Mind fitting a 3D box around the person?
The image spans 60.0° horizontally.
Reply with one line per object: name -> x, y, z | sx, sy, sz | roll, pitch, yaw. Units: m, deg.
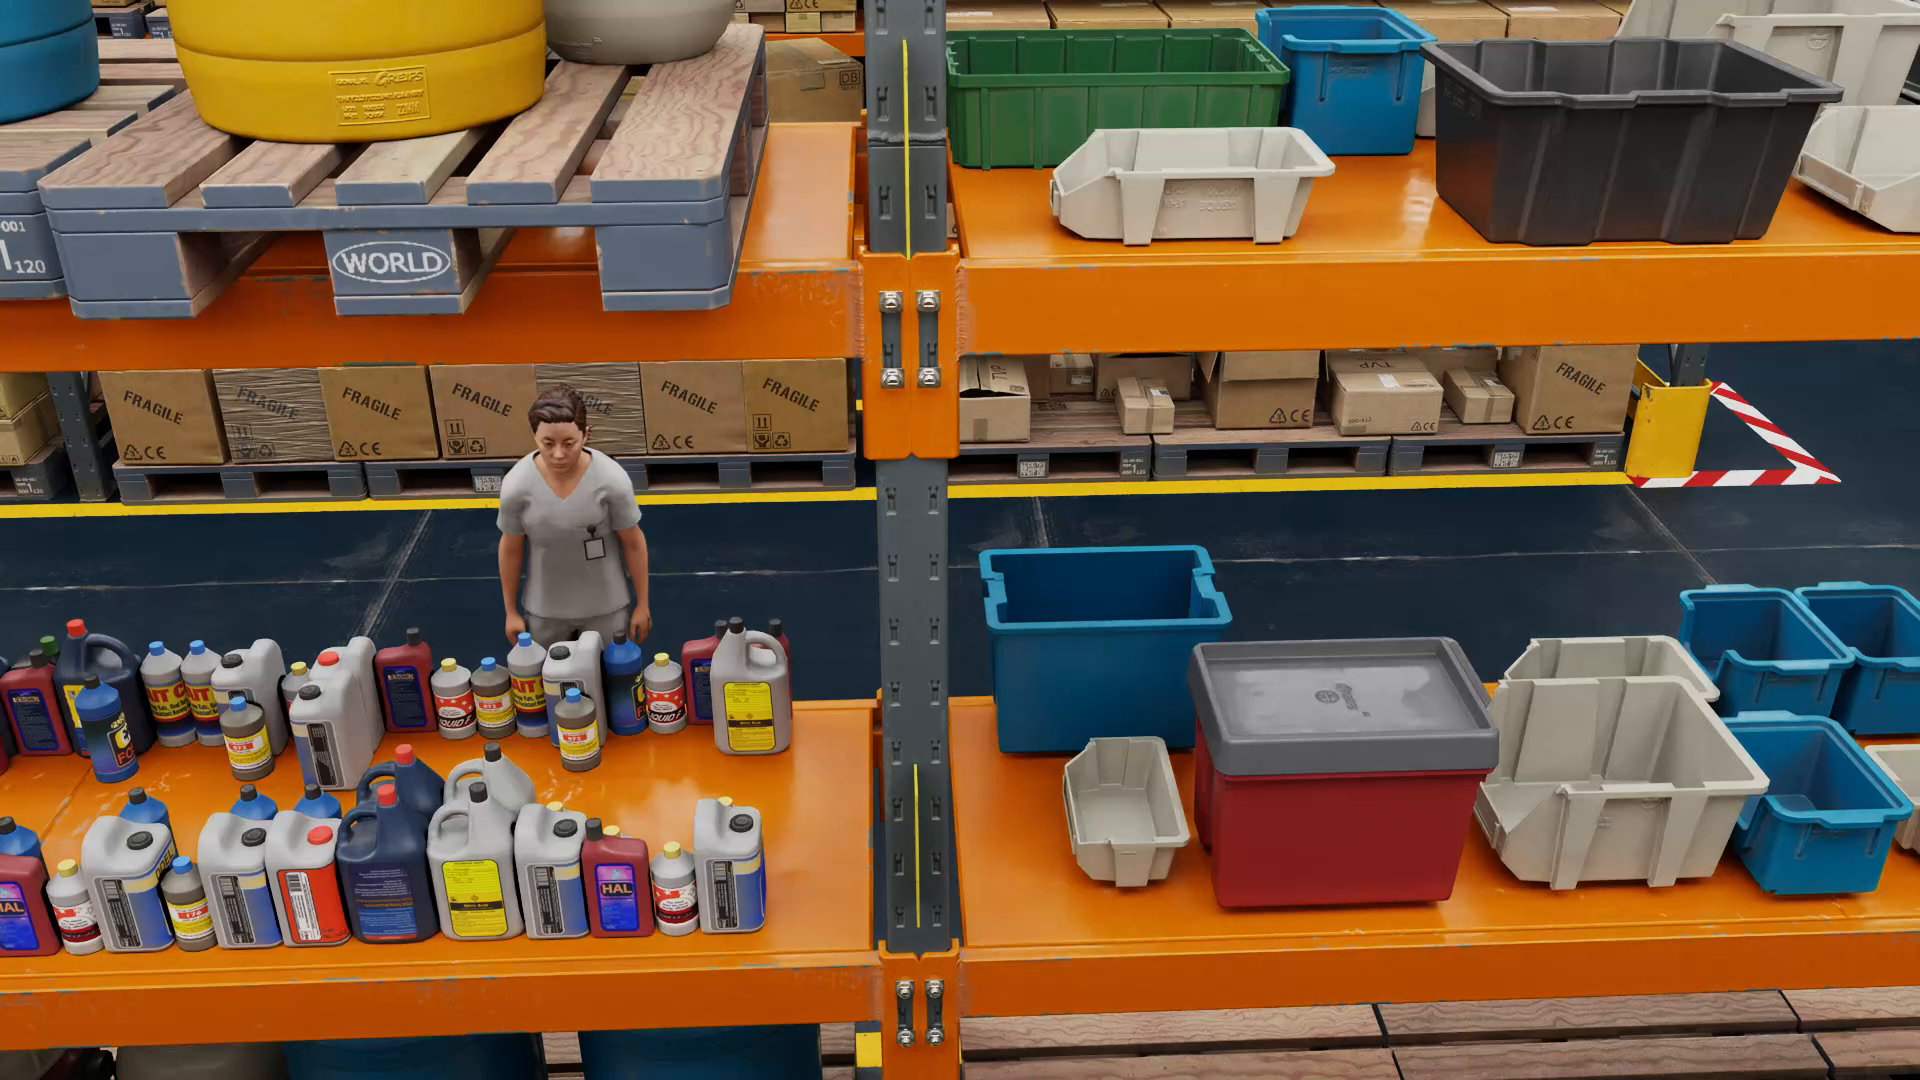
person -> -1.305, 0.258, 5.652 | 0.514, 1.651, 0.360 | -3, 28, -6
